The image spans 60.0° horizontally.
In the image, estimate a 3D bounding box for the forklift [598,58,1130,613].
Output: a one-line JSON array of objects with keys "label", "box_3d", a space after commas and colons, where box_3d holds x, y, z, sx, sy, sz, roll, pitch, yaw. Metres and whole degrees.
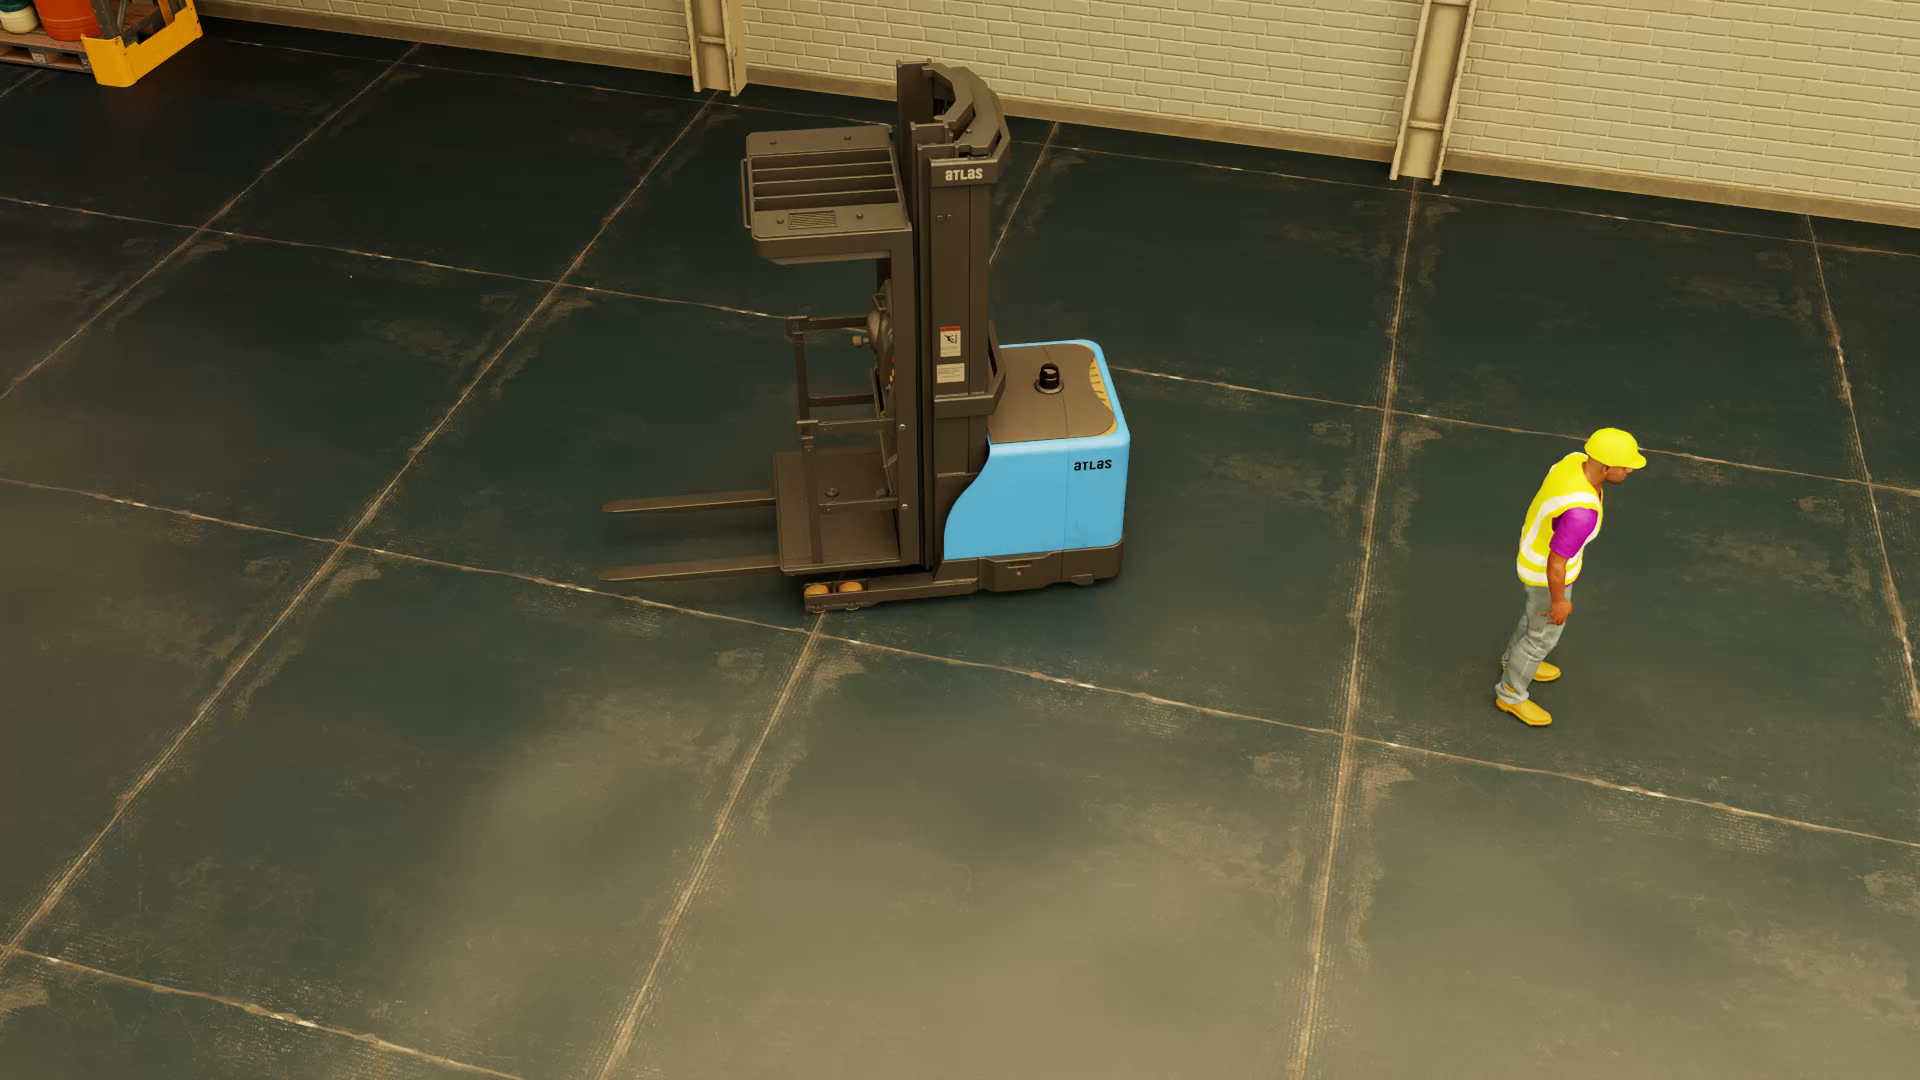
[{"label": "forklift", "box_3d": [-0.604, -1.052, 9.062, 3.031, 2.935, 1.130, -5, 41, -5]}]

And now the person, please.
[{"label": "person", "box_3d": [3.102, 0.142, 8.591, 0.461, 1.759, 0.634, 13, 43, 15]}]
